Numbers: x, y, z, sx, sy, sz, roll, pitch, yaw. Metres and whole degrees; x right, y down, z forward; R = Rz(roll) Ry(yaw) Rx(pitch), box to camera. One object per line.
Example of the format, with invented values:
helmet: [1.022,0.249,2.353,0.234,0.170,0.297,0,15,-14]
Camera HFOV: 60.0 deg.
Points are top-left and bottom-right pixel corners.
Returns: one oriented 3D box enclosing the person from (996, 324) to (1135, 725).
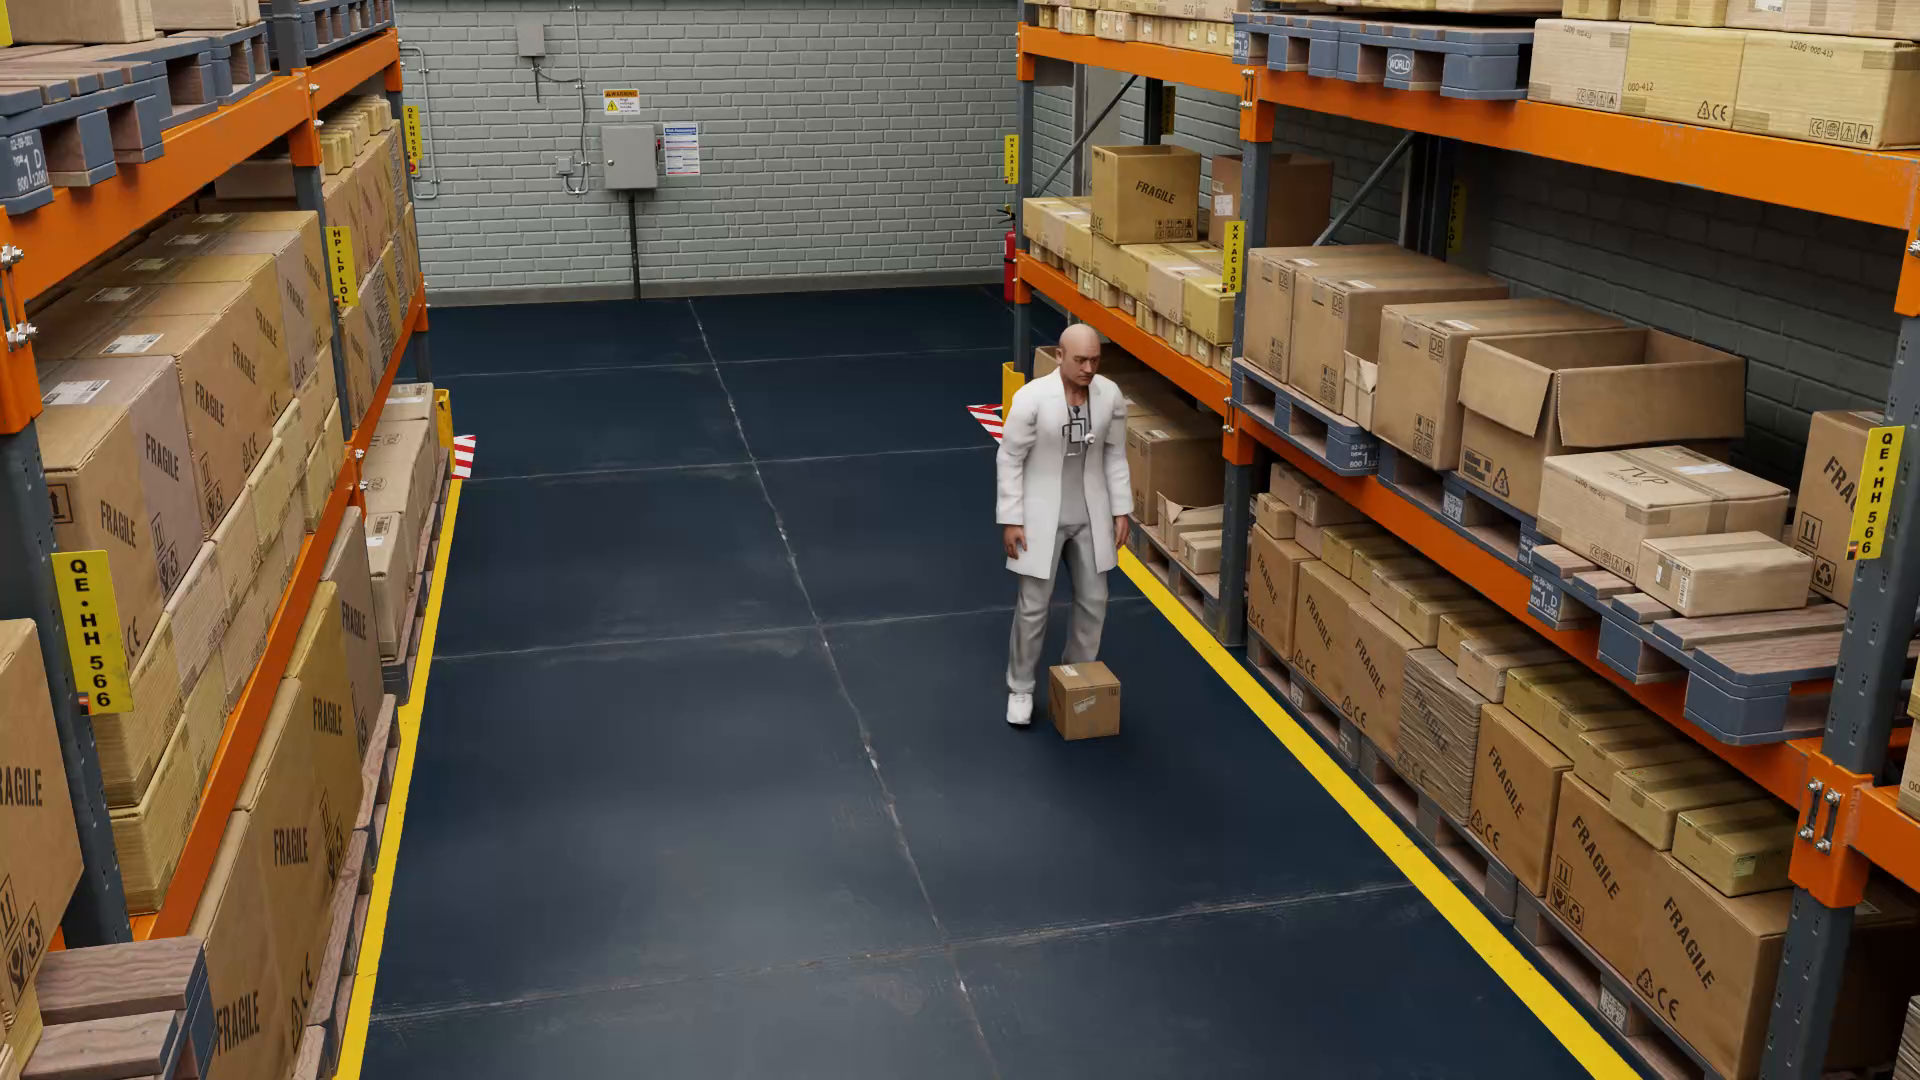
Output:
person: [0.469,-0.083,7.331,0.649,1.772,0.433,-6,20,-17]
